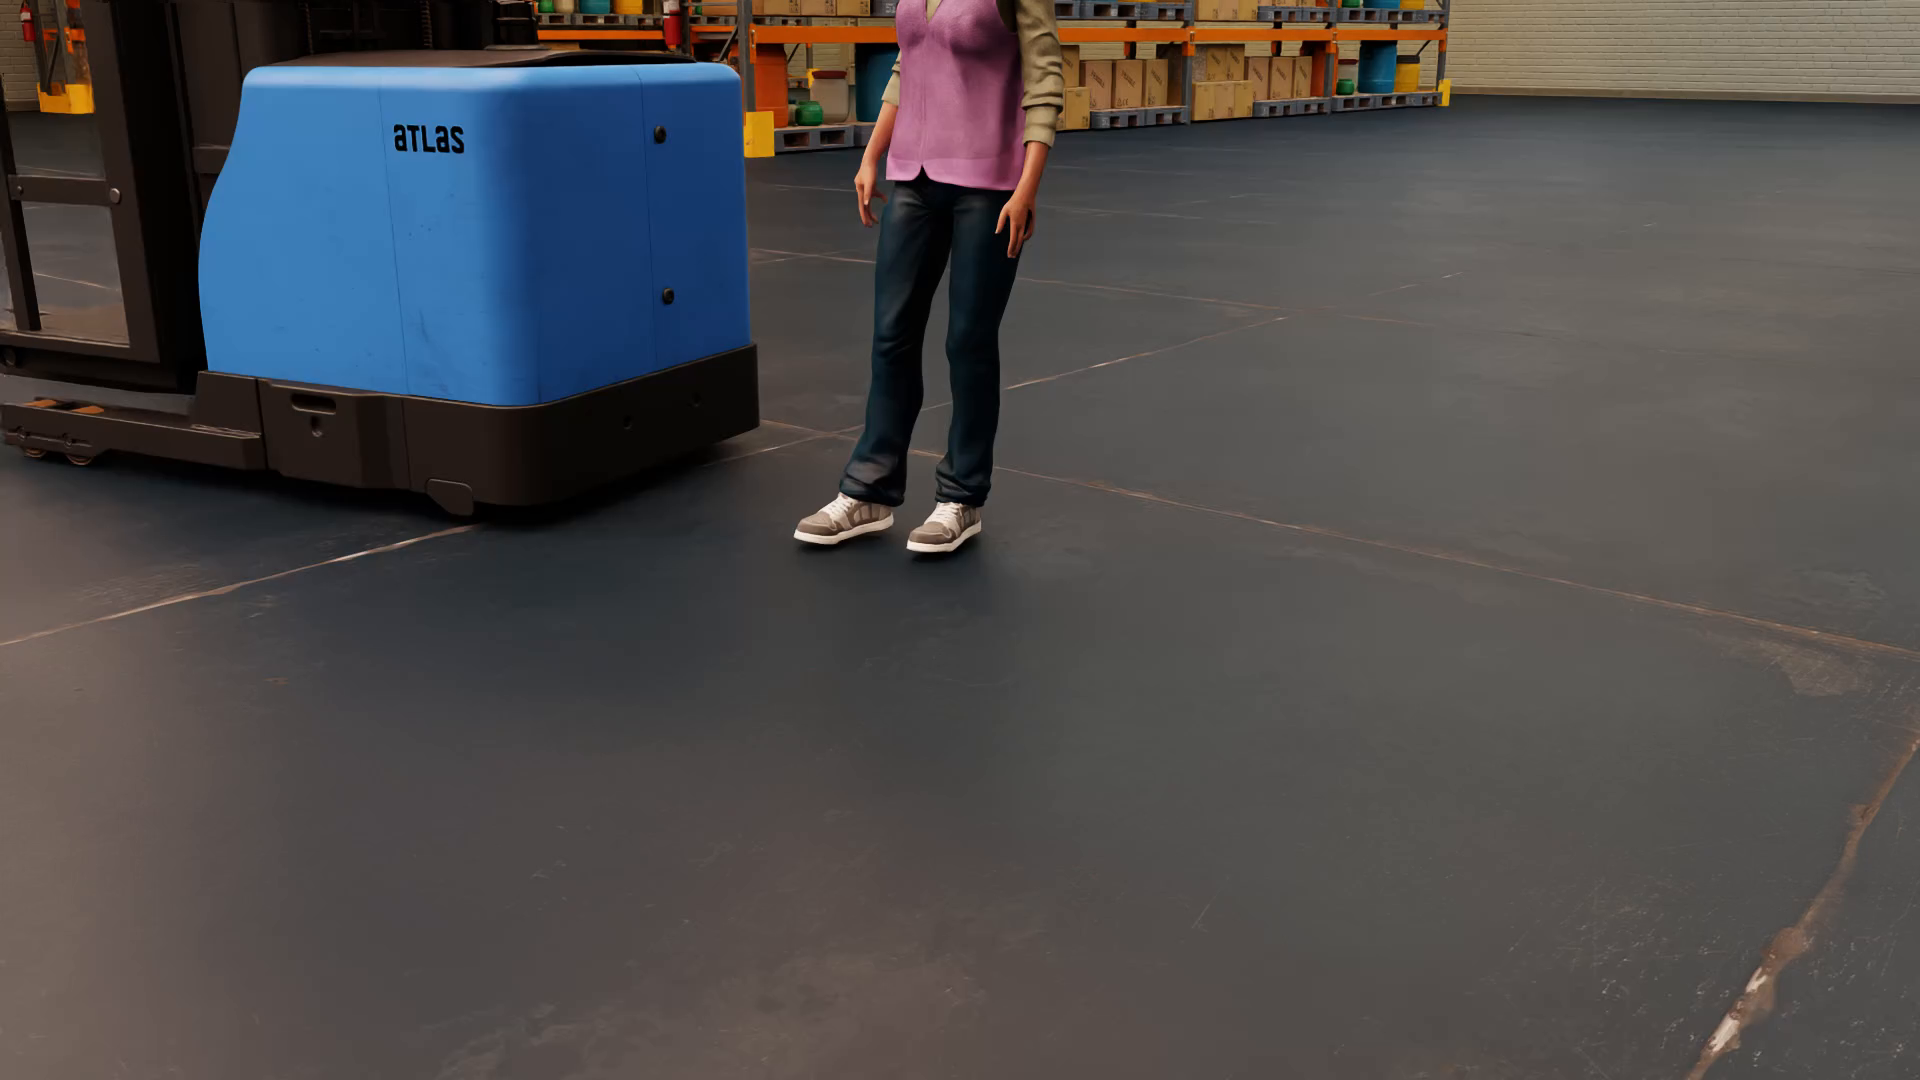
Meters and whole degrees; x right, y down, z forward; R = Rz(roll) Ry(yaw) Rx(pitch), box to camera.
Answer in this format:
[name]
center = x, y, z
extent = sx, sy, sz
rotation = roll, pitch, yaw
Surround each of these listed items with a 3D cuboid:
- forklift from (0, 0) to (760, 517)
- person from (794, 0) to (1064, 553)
[forklift]
center = -2.129, -1.735, 4.612
extent = 3.031, 2.935, 1.130
rotation = 8, 19, 25
[person]
center = -0.058, -0.757, 3.662
extent = 0.520, 1.597, 0.476
rotation = 13, 21, 37
